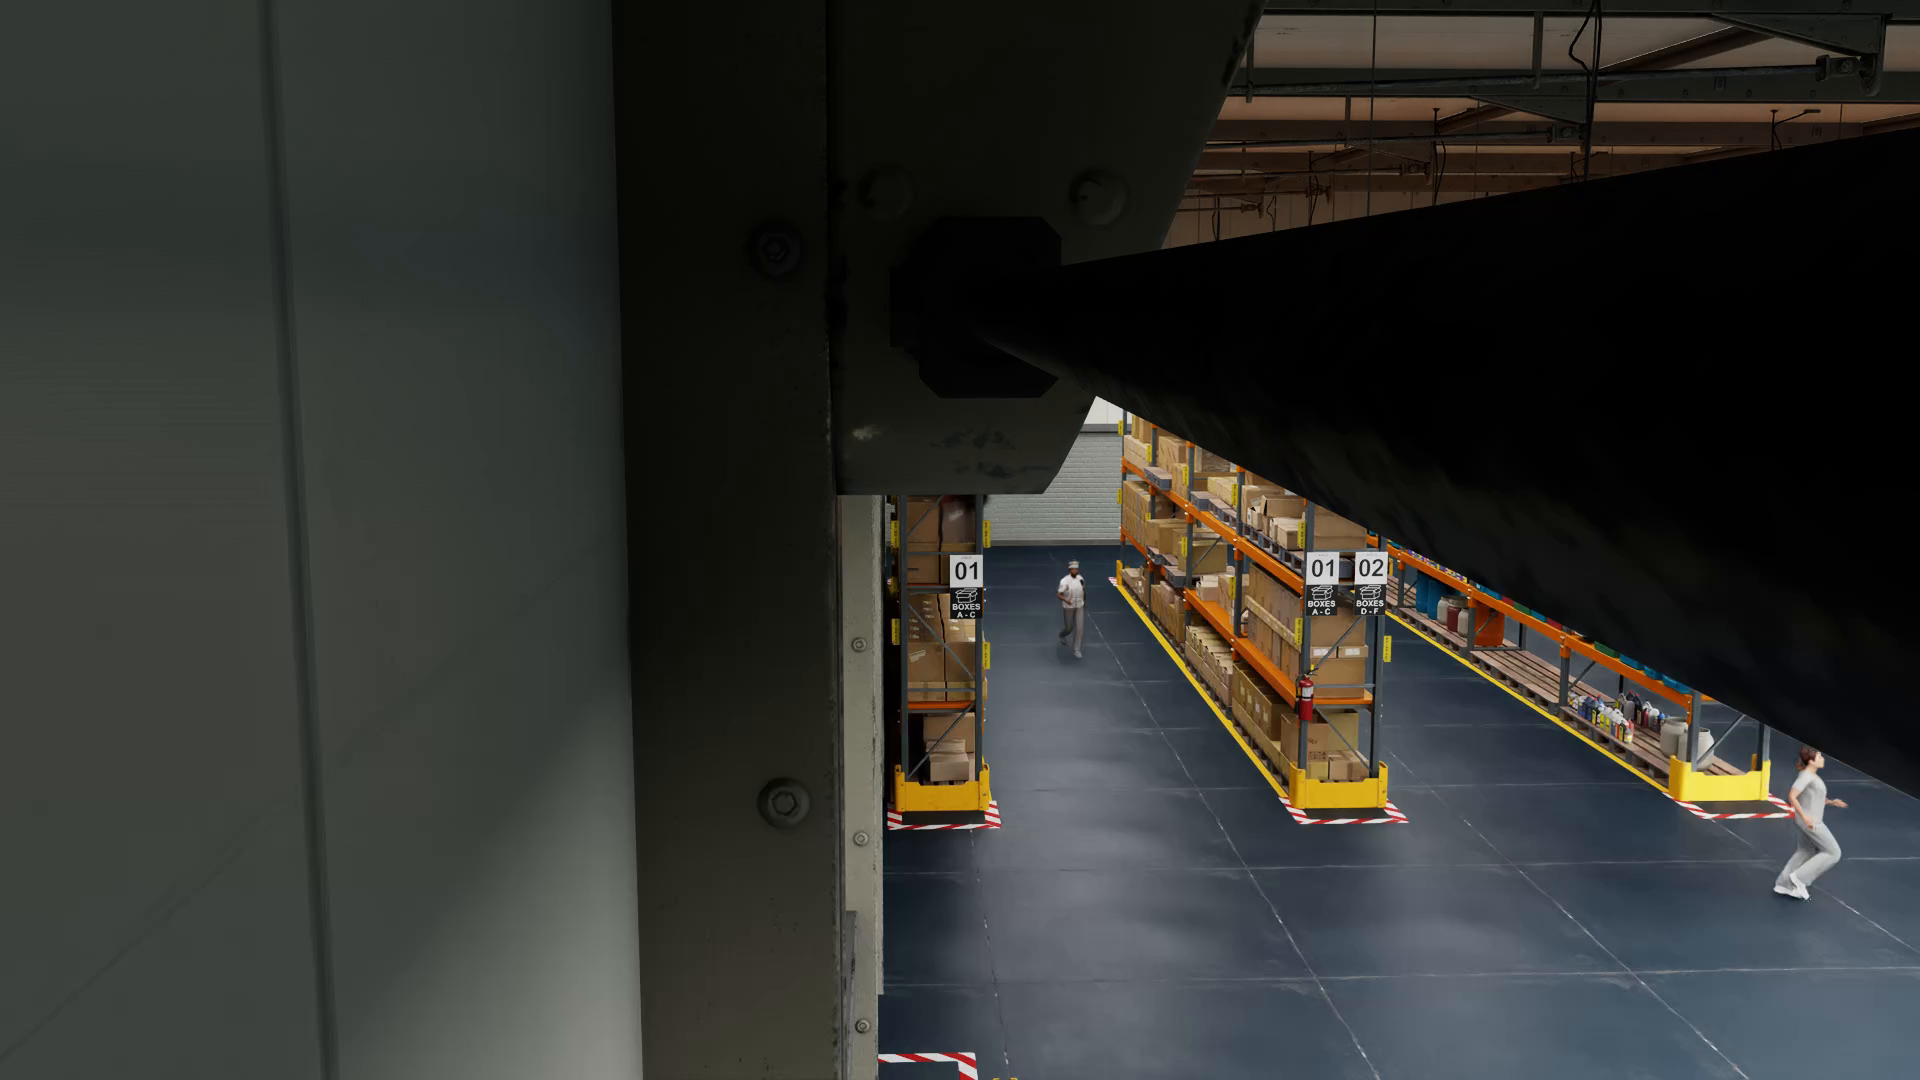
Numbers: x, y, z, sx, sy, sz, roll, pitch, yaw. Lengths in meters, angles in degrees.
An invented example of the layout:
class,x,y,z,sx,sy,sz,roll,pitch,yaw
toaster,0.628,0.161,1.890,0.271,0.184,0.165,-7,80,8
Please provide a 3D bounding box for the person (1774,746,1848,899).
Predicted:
class,x,y,z,sx,sy,sz,roll,pitch,yaw
person,8.915,2.970,17.392,0.628,1.615,0.546,3,9,22

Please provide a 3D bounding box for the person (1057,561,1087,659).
class,x,y,z,sx,sy,sz,roll,pitch,yaw
person,1.990,1.191,29.354,0.581,1.690,0.828,-3,9,-17
